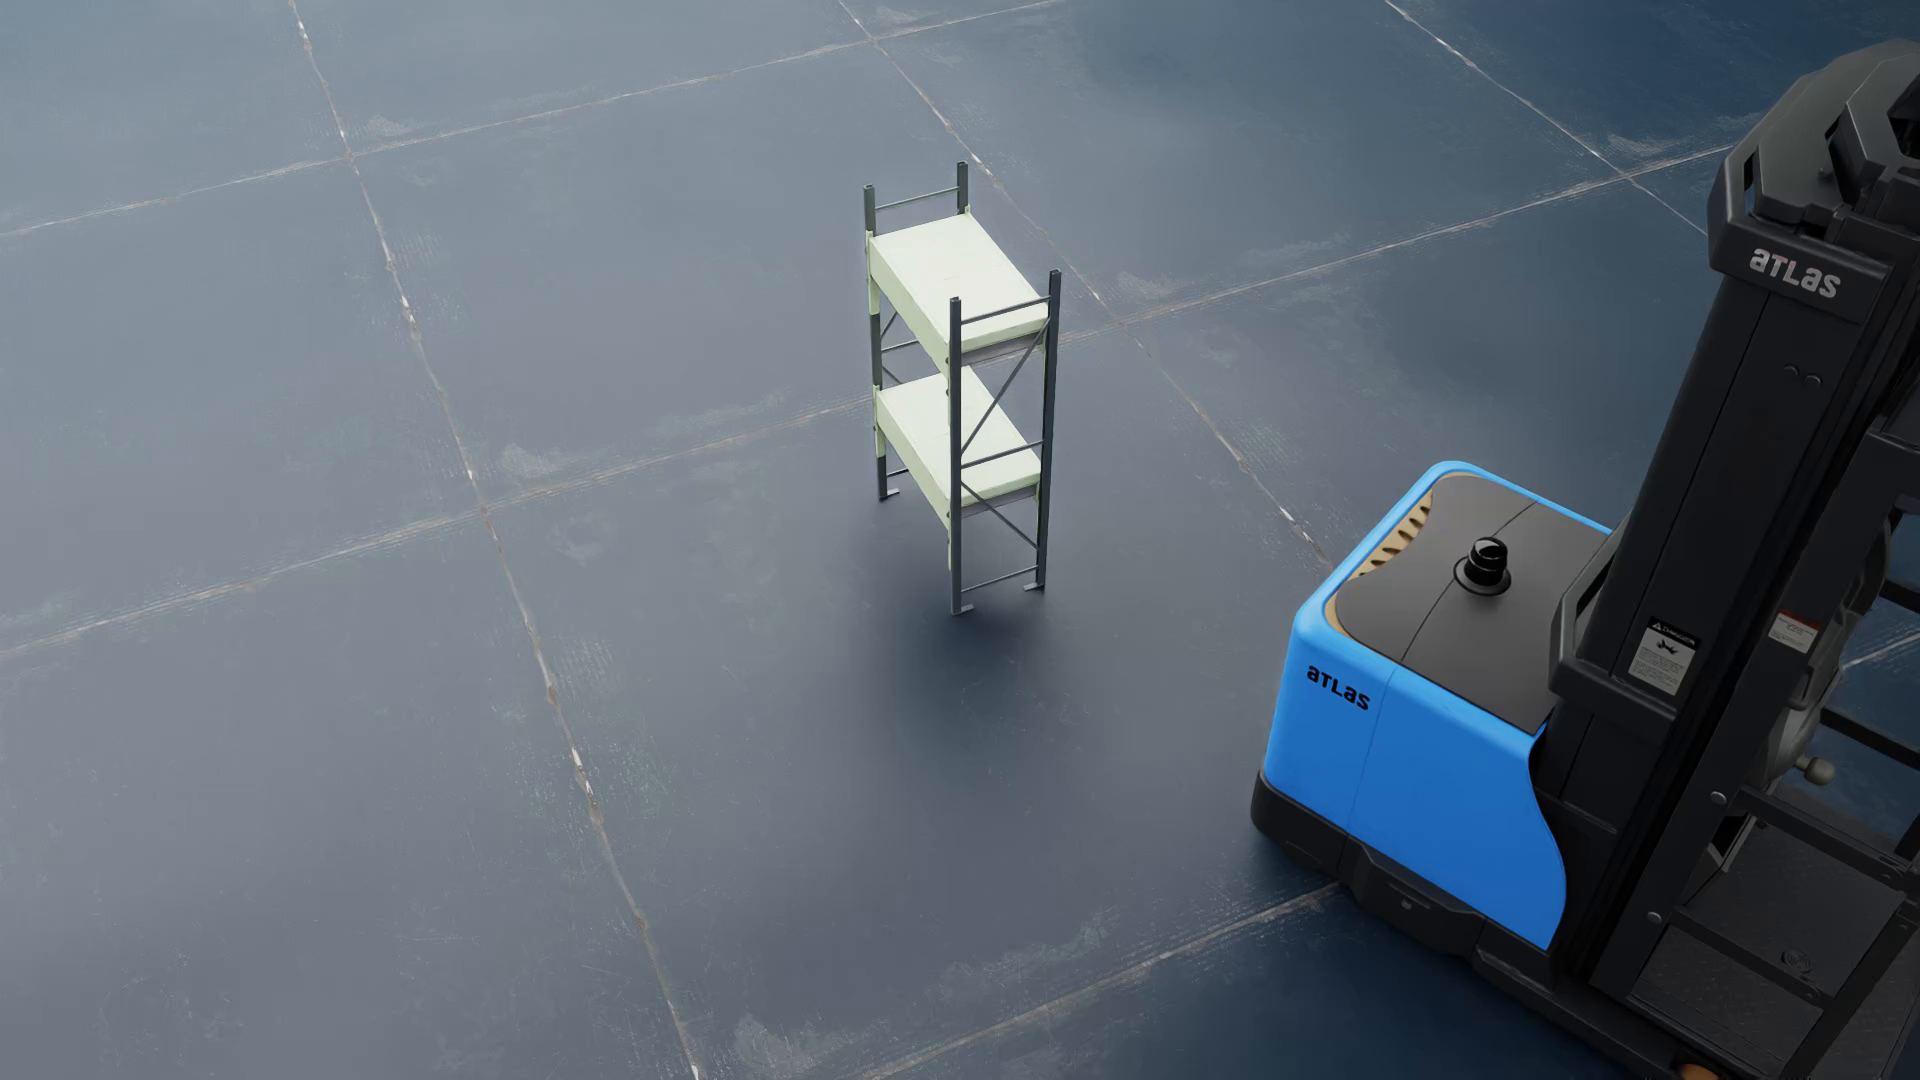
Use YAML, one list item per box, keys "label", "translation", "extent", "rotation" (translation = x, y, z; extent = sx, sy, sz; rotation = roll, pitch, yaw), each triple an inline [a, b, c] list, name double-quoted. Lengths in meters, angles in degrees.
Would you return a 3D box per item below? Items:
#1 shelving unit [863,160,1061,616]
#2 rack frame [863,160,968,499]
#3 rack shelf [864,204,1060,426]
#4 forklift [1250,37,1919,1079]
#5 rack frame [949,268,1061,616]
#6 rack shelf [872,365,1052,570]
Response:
- label: "shelving unit"
  translation: [-0.003, -0.538, 6.228]
  extent: [0.431, 1.500, 0.755]
  rotation: [-18, 47, -17]
- label: "rack frame"
  translation: [-0.157, -0.771, 6.464]
  extent: [0.400, 1.500, 0.023]
  rotation: [-18, 47, -17]
- label: "rack shelf"
  translation: [-0.003, -0.816, 5.953]
  extent: [0.431, 0.370, 0.720]
  rotation: [-18, 47, -17]
- label: "forklift"
  translation: [2.452, 0.352, 4.307]
  extent: [3.031, 2.935, 1.130]
  rotation: [30, 52, 27]
- label: "rack frame"
  translation: [0.151, -0.305, 5.991]
  extent: [0.400, 1.500, 0.023]
  rotation: [-18, 47, -17]
- label: "rack shelf"
  translation: [-0.003, -0.306, 6.457]
  extent: [0.431, 0.370, 0.720]
  rotation: [-18, 47, -17]
